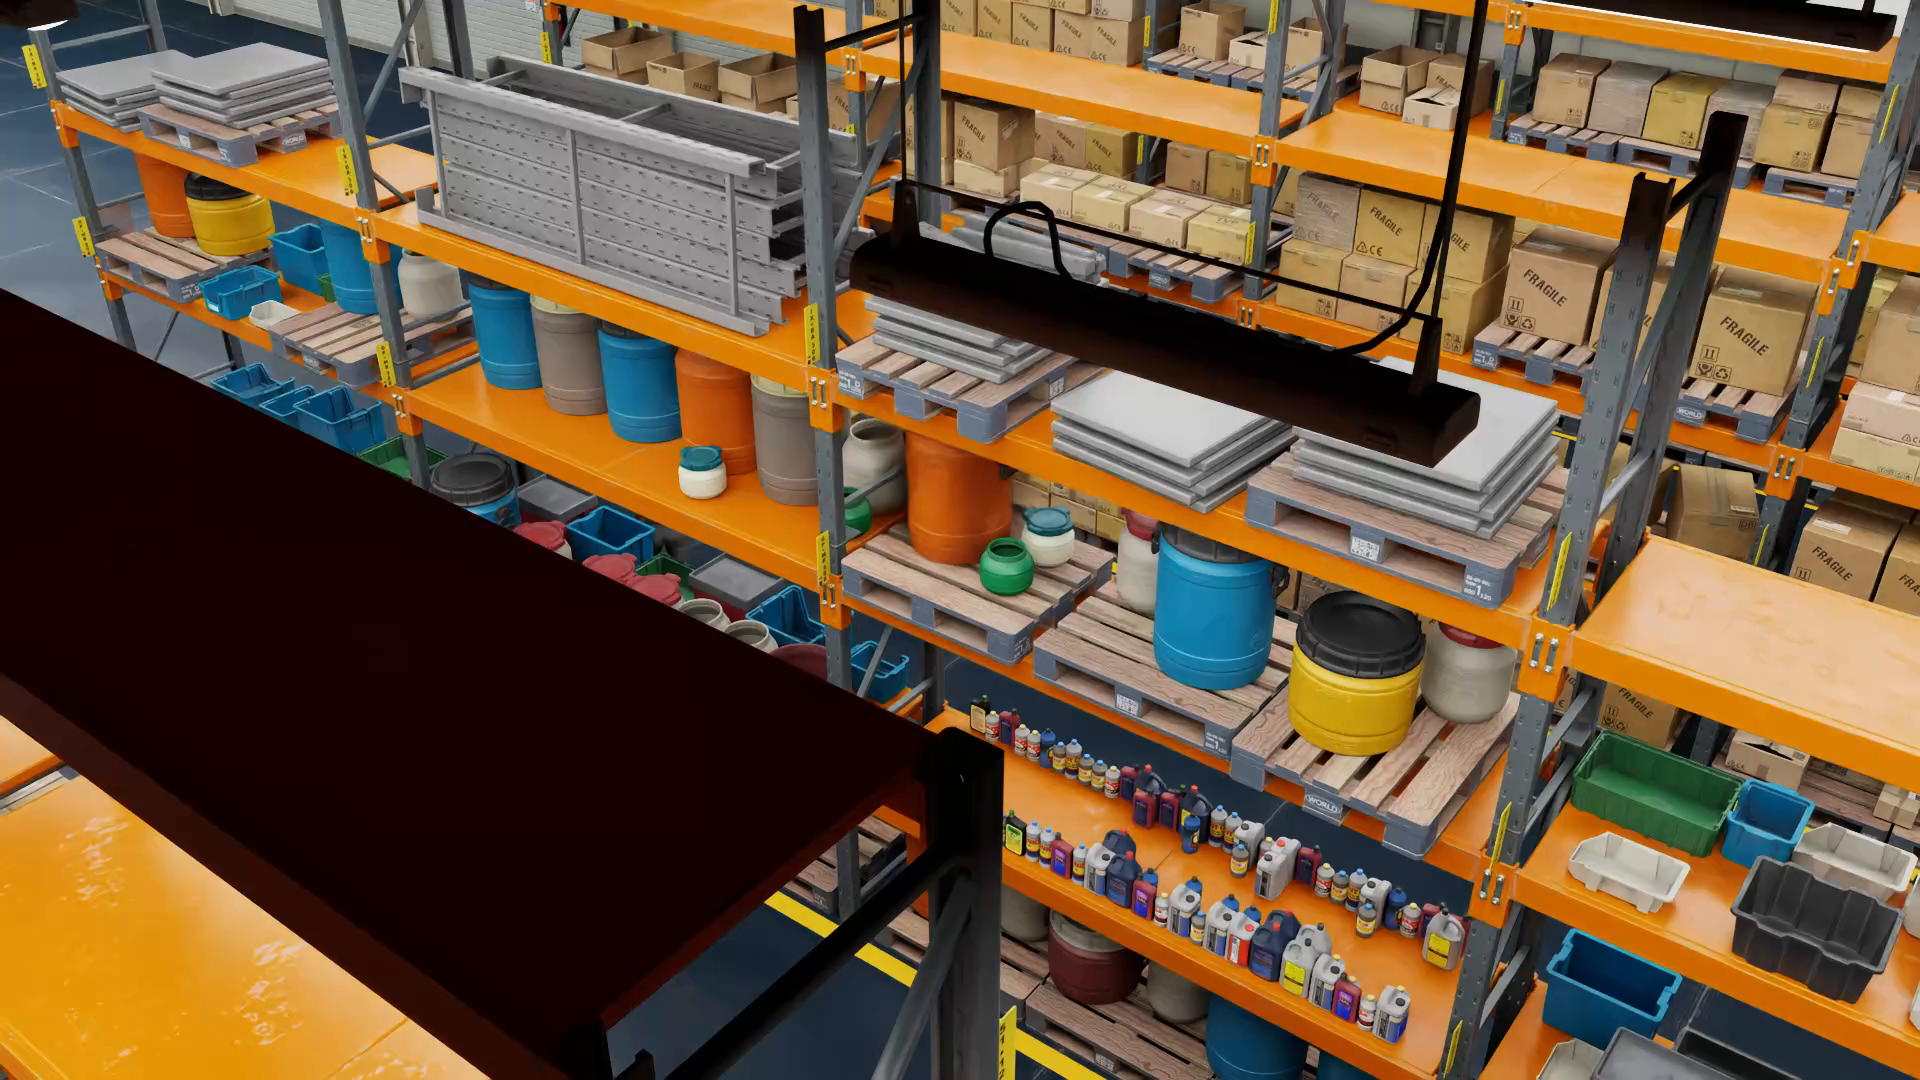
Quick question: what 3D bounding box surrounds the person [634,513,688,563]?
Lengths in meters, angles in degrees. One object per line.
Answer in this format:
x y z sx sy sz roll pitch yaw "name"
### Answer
-2.496 -0.095 13.864 0.502 1.585 1.066 -5 32 -8 "person"
